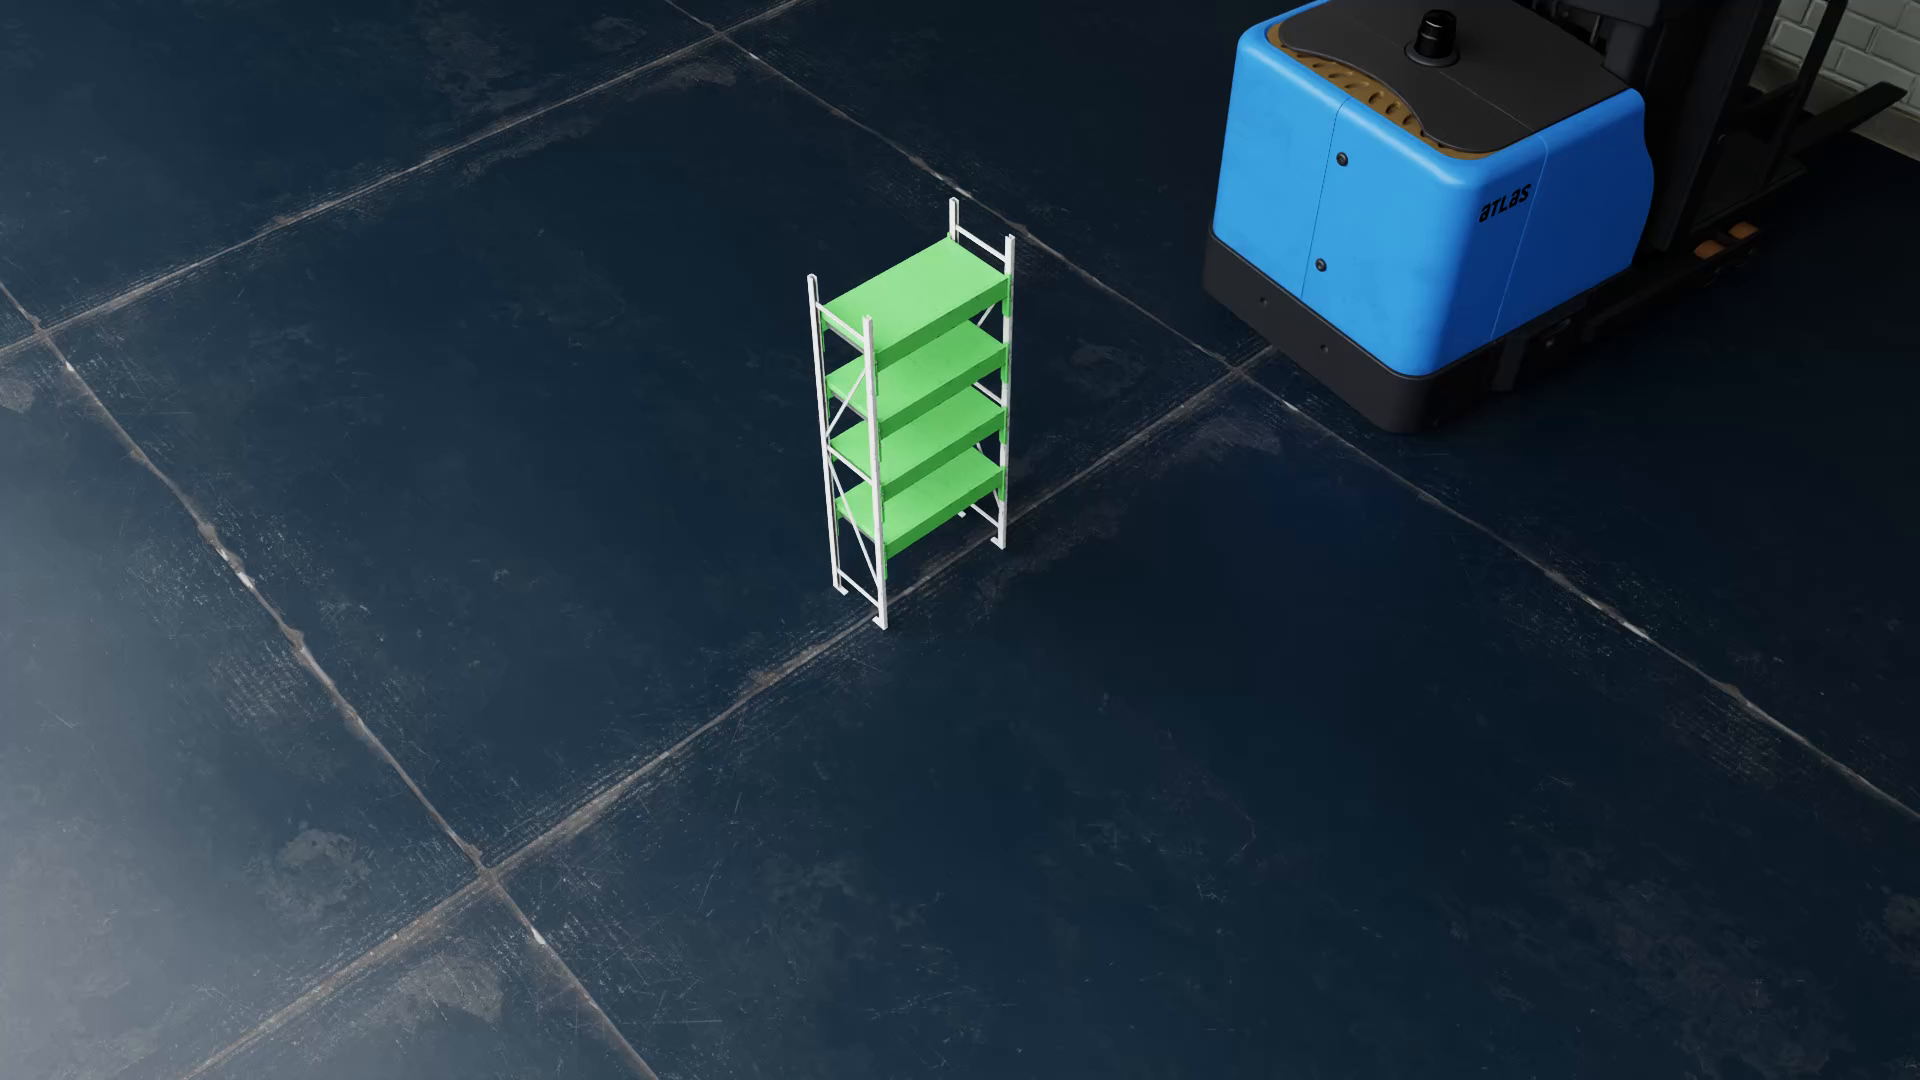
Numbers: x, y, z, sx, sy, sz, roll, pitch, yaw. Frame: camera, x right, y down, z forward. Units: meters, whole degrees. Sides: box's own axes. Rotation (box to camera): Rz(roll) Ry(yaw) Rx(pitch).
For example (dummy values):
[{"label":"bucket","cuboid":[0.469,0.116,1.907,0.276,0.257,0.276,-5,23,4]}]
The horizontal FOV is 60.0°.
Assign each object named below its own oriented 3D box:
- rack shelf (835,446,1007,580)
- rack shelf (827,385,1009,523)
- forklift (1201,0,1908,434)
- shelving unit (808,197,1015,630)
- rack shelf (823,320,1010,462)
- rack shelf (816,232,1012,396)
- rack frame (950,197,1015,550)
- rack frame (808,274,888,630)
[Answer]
[{"label":"rack shelf","cuboid":[-0.122,-0.119,4.957,0.480,0.148,0.258,-34,56,-27]},{"label":"rack shelf","cuboid":[-0.122,-0.282,4.780,0.480,0.148,0.258,-34,56,-27]},{"label":"forklift","cuboid":[2.370,-2.218,5.302,3.031,2.935,1.130,-27,53,-23]},{"label":"shelving unit","cuboid":[-0.122,-0.325,4.734,0.503,1.200,0.258,-34,56,-27]},{"label":"rack shelf","cuboid":[-0.122,-0.444,4.604,0.480,0.148,0.258,-34,56,-27]},{"label":"rack shelf","cuboid":[-0.122,-0.607,4.428,0.480,0.148,0.258,-34,56,-27]},{"label":"rack frame","cuboid":[0.058,-0.446,4.845,0.015,1.200,0.240,-34,56,-27]},{"label":"rack frame","cuboid":[-0.303,-0.204,4.622,0.015,1.200,0.240,-34,56,-27]}]
